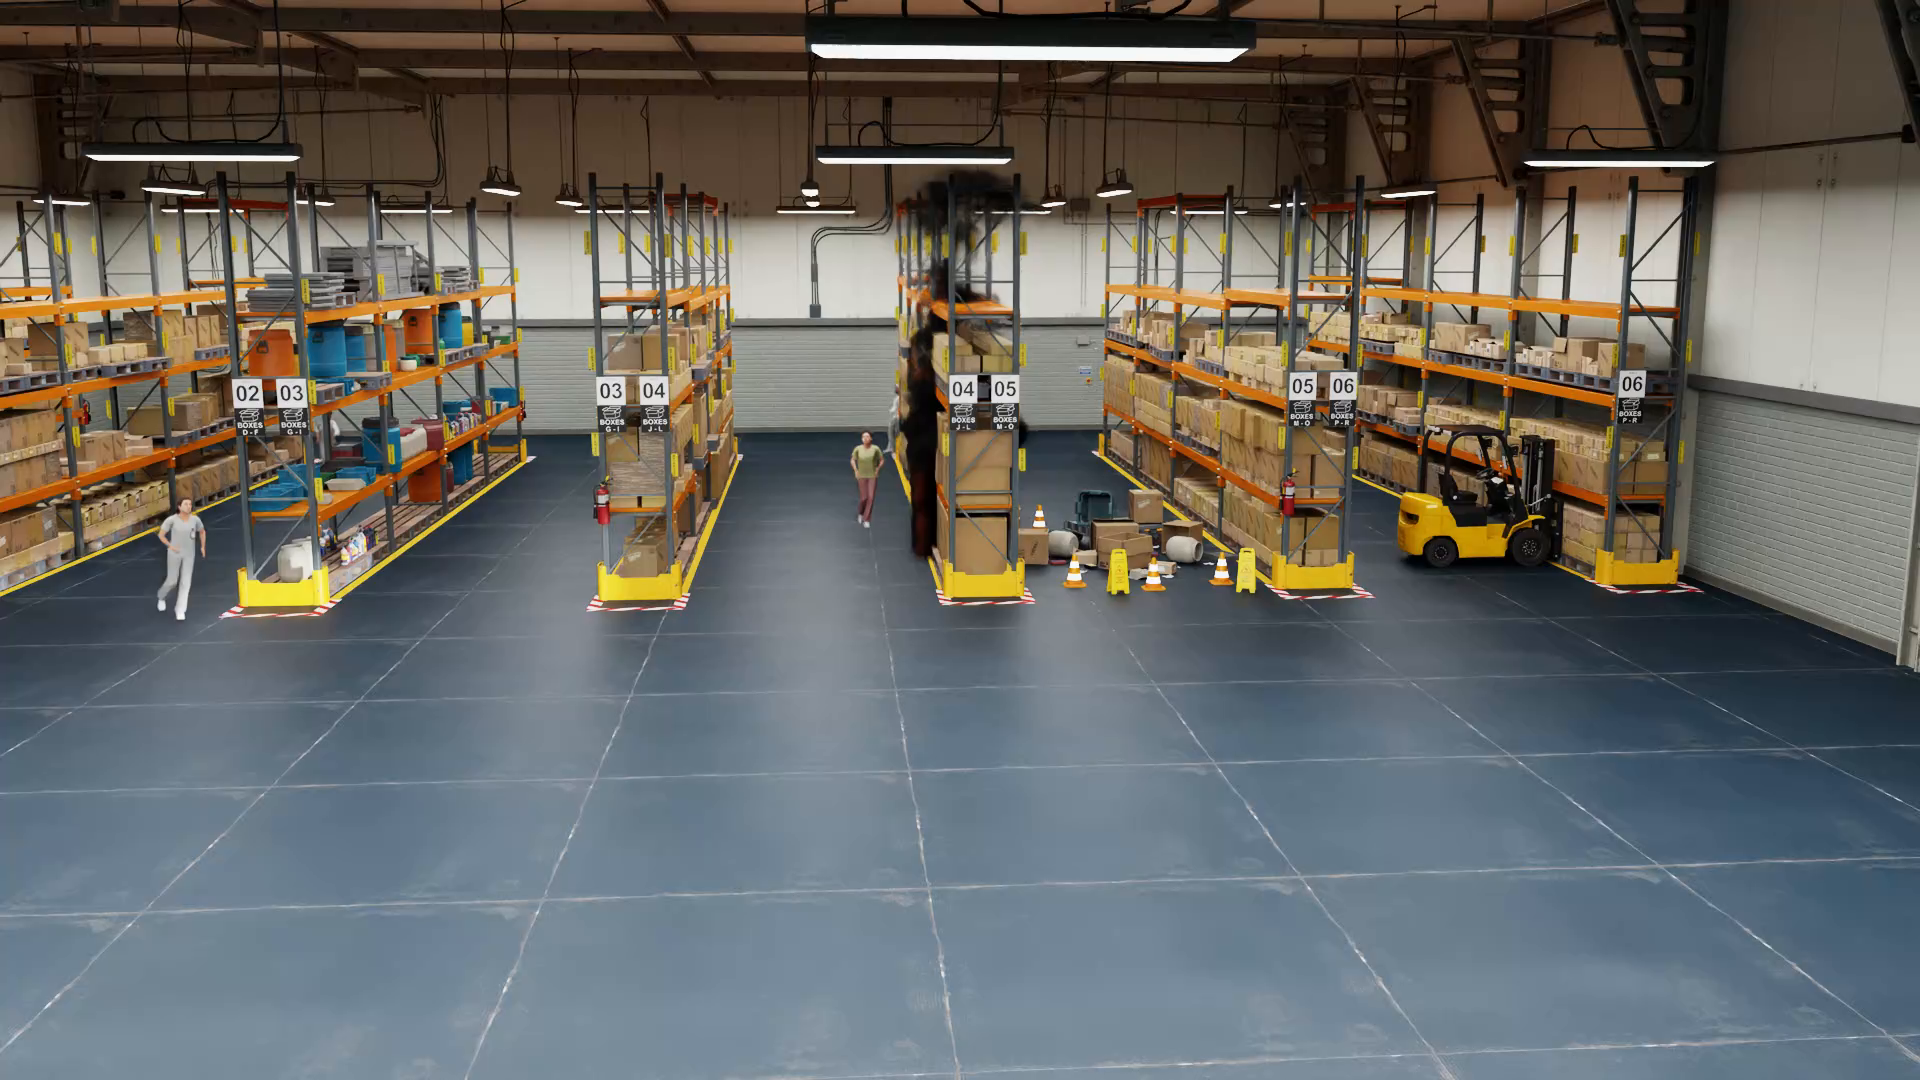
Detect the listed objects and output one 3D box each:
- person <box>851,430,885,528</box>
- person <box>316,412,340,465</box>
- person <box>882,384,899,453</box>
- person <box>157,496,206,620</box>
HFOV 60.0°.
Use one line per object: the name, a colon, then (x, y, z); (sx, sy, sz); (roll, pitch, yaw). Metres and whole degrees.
person: (-1.562, -1.045, 28.263); (0.574, 1.645, 0.532); (-1, 10, -6)
person: (-13.350, -1.978, 35.157); (0.520, 1.612, 0.855); (-2, 10, -12)
person: (-1.457, -2.981, 40.584); (0.895, 1.775, 0.722); (-2, 10, -12)
person: (-10.626, 0.210, 22.773); (0.637, 1.639, 0.811); (-8, 13, -40)
